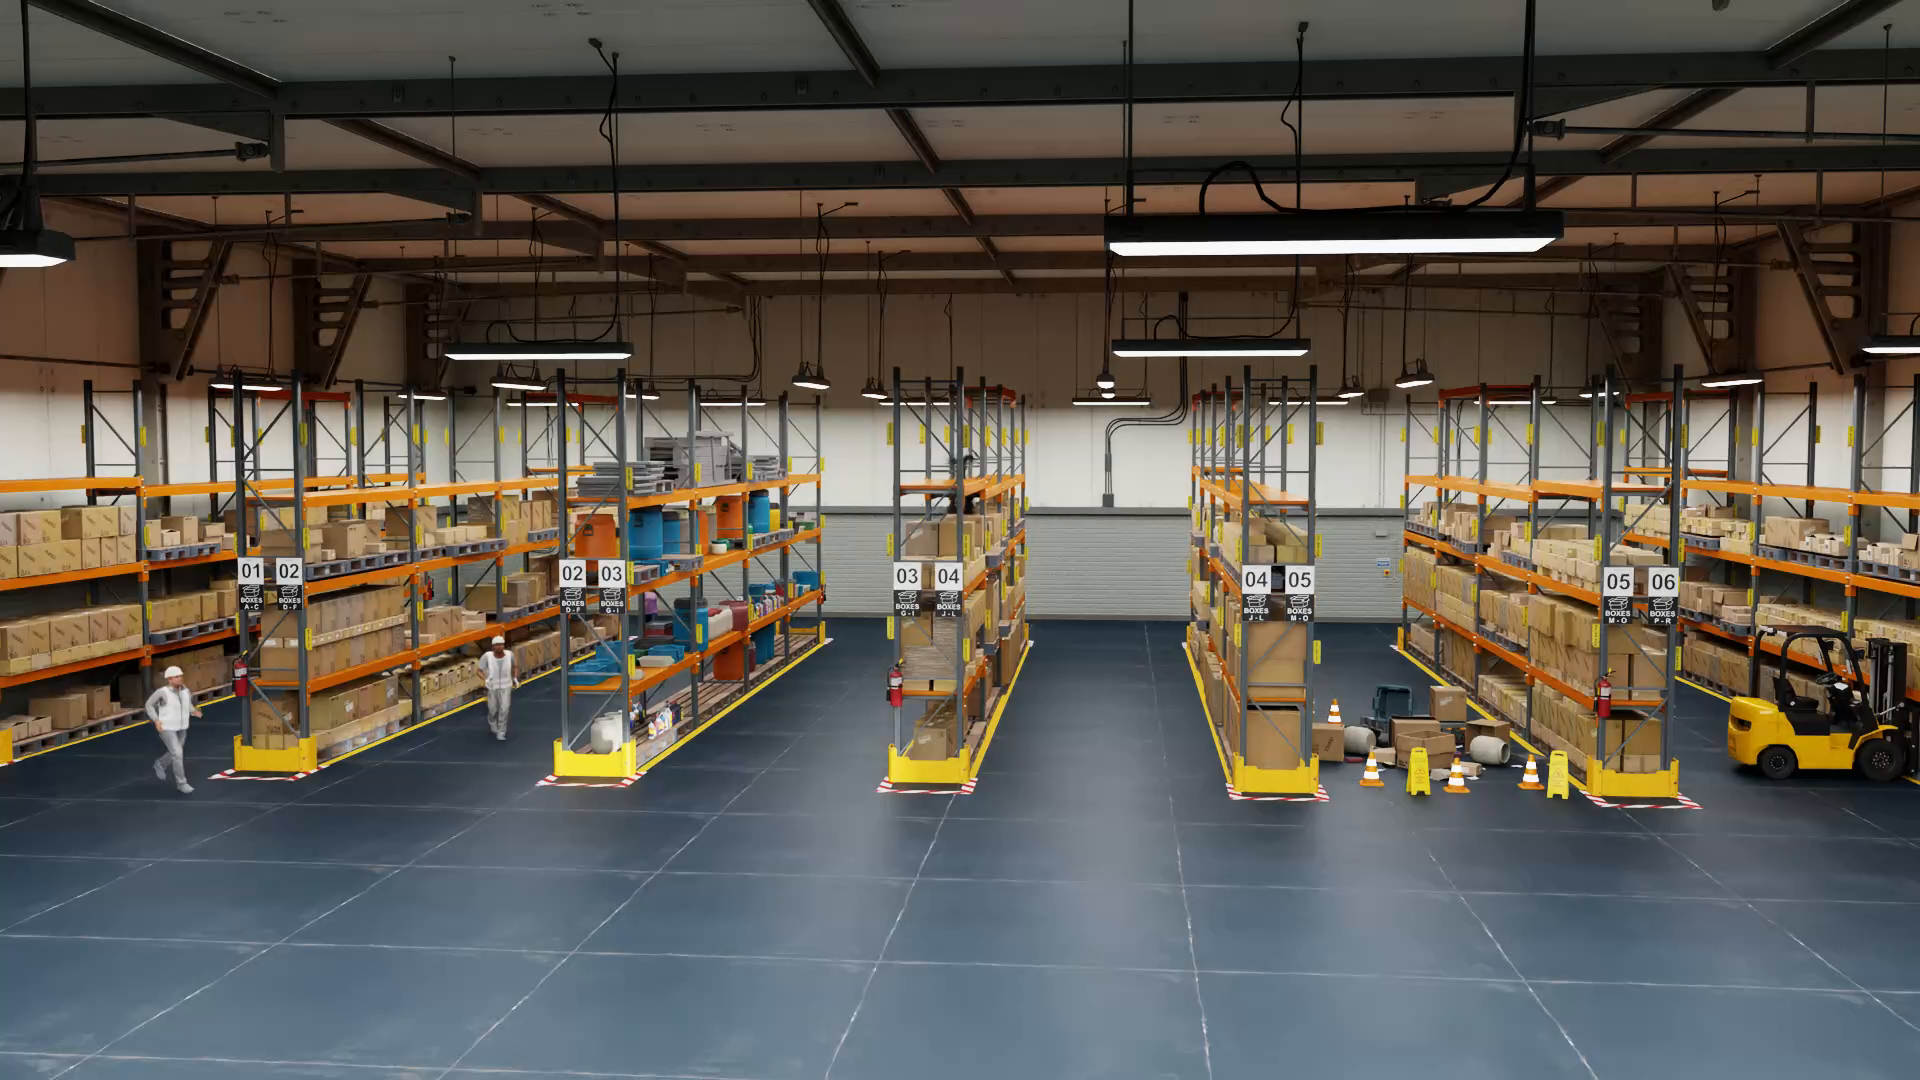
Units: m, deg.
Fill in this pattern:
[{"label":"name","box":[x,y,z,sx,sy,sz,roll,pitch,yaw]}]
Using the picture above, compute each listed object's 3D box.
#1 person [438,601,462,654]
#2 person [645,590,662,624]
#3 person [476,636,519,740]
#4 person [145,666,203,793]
[{"label":"person","box":[-10.925,2.030,35.680,0.604,1.515,0.838,-1,4,-13]},{"label":"person","box":[-7.294,1.804,39.149,0.507,1.524,0.824,0,4,0]},{"label":"person","box":[-7.663,2.436,27.565,0.680,1.732,0.787,-1,4,-20]},{"label":"person","box":[-11.195,2.664,23.565,0.934,1.771,0.643,2,4,27]}]
